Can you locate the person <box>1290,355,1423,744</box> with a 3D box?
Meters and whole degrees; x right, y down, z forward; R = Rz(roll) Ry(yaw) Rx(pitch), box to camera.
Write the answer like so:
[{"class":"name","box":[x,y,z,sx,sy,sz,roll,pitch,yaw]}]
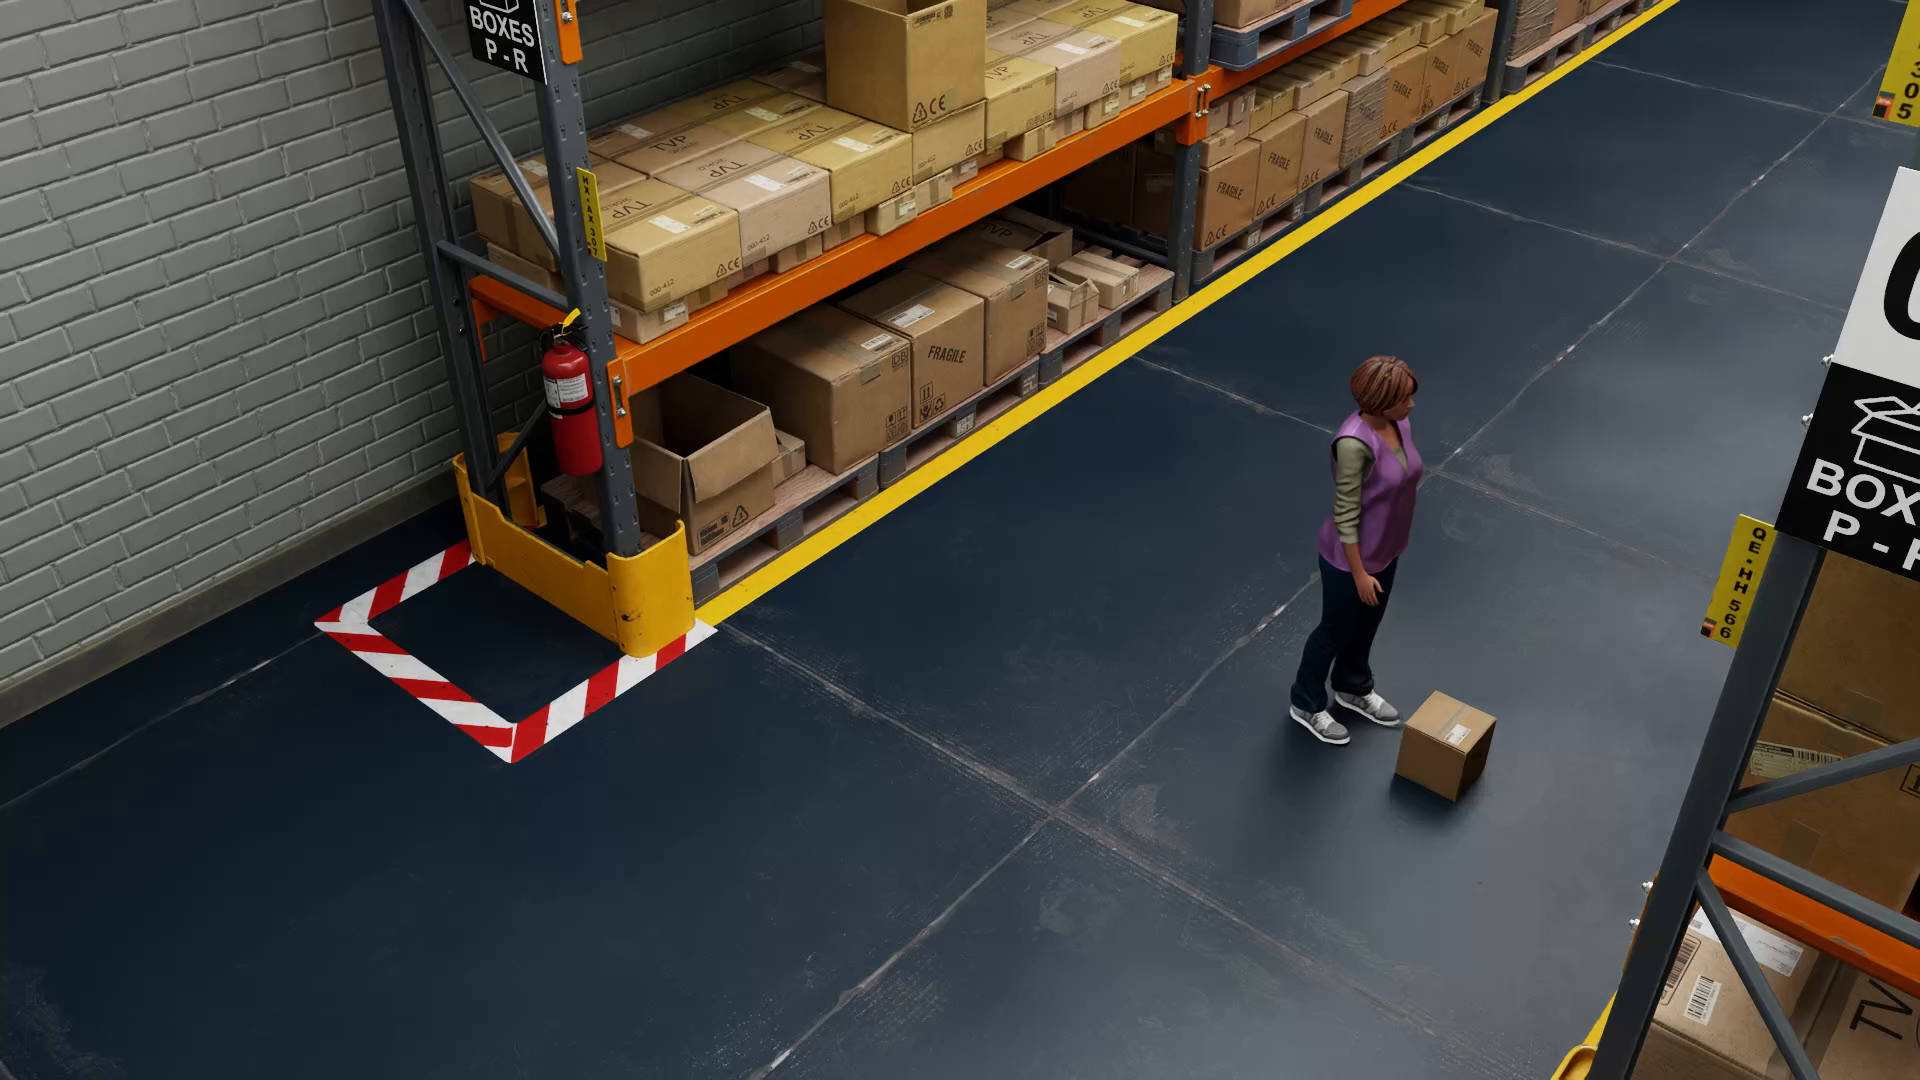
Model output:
[{"class":"person","box":[1.496,0.056,6.077,0.379,1.613,0.432,27,43,32]}]
